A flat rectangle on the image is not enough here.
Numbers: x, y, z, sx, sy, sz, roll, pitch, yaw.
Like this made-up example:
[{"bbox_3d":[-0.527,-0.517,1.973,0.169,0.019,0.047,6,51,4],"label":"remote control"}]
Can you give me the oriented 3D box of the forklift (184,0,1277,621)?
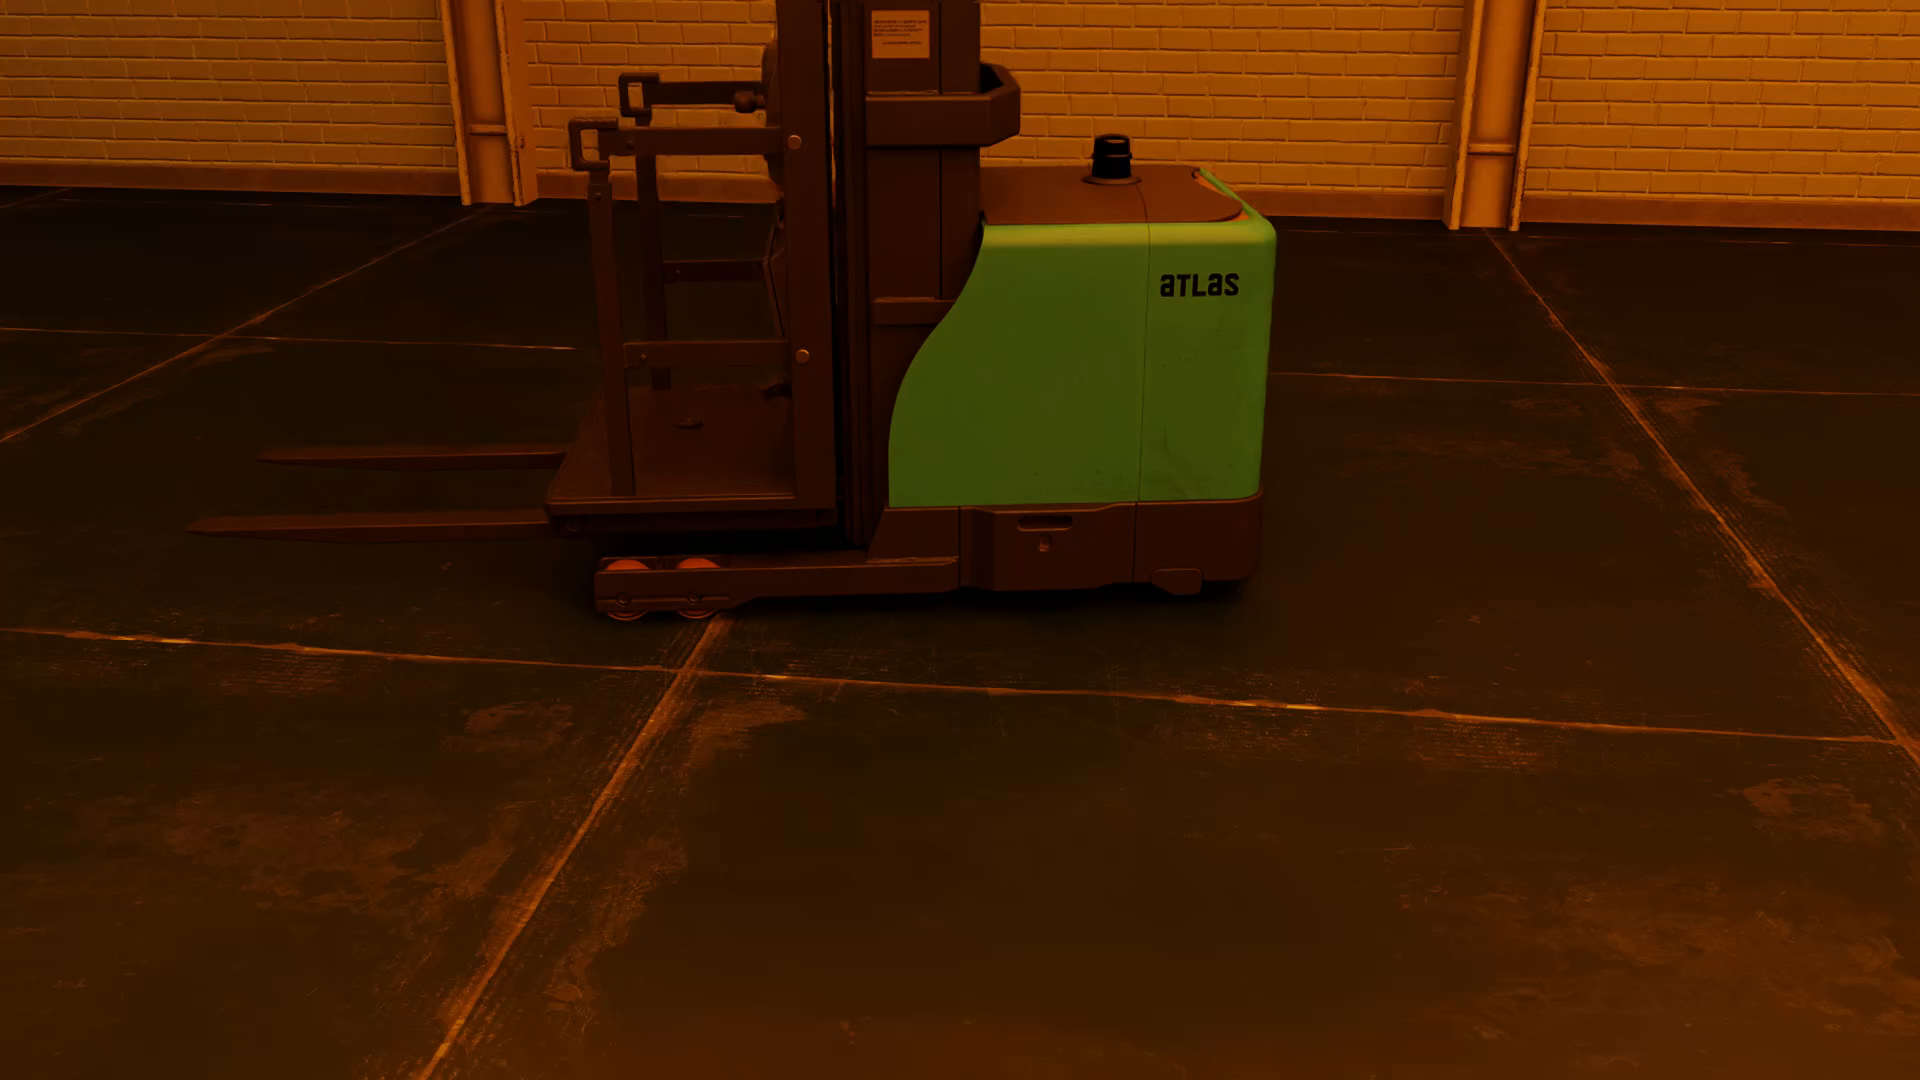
[{"bbox_3d":[-0.681,-1.339,4.580,3.031,2.935,1.130,-1,22,-3],"label":"forklift"}]
